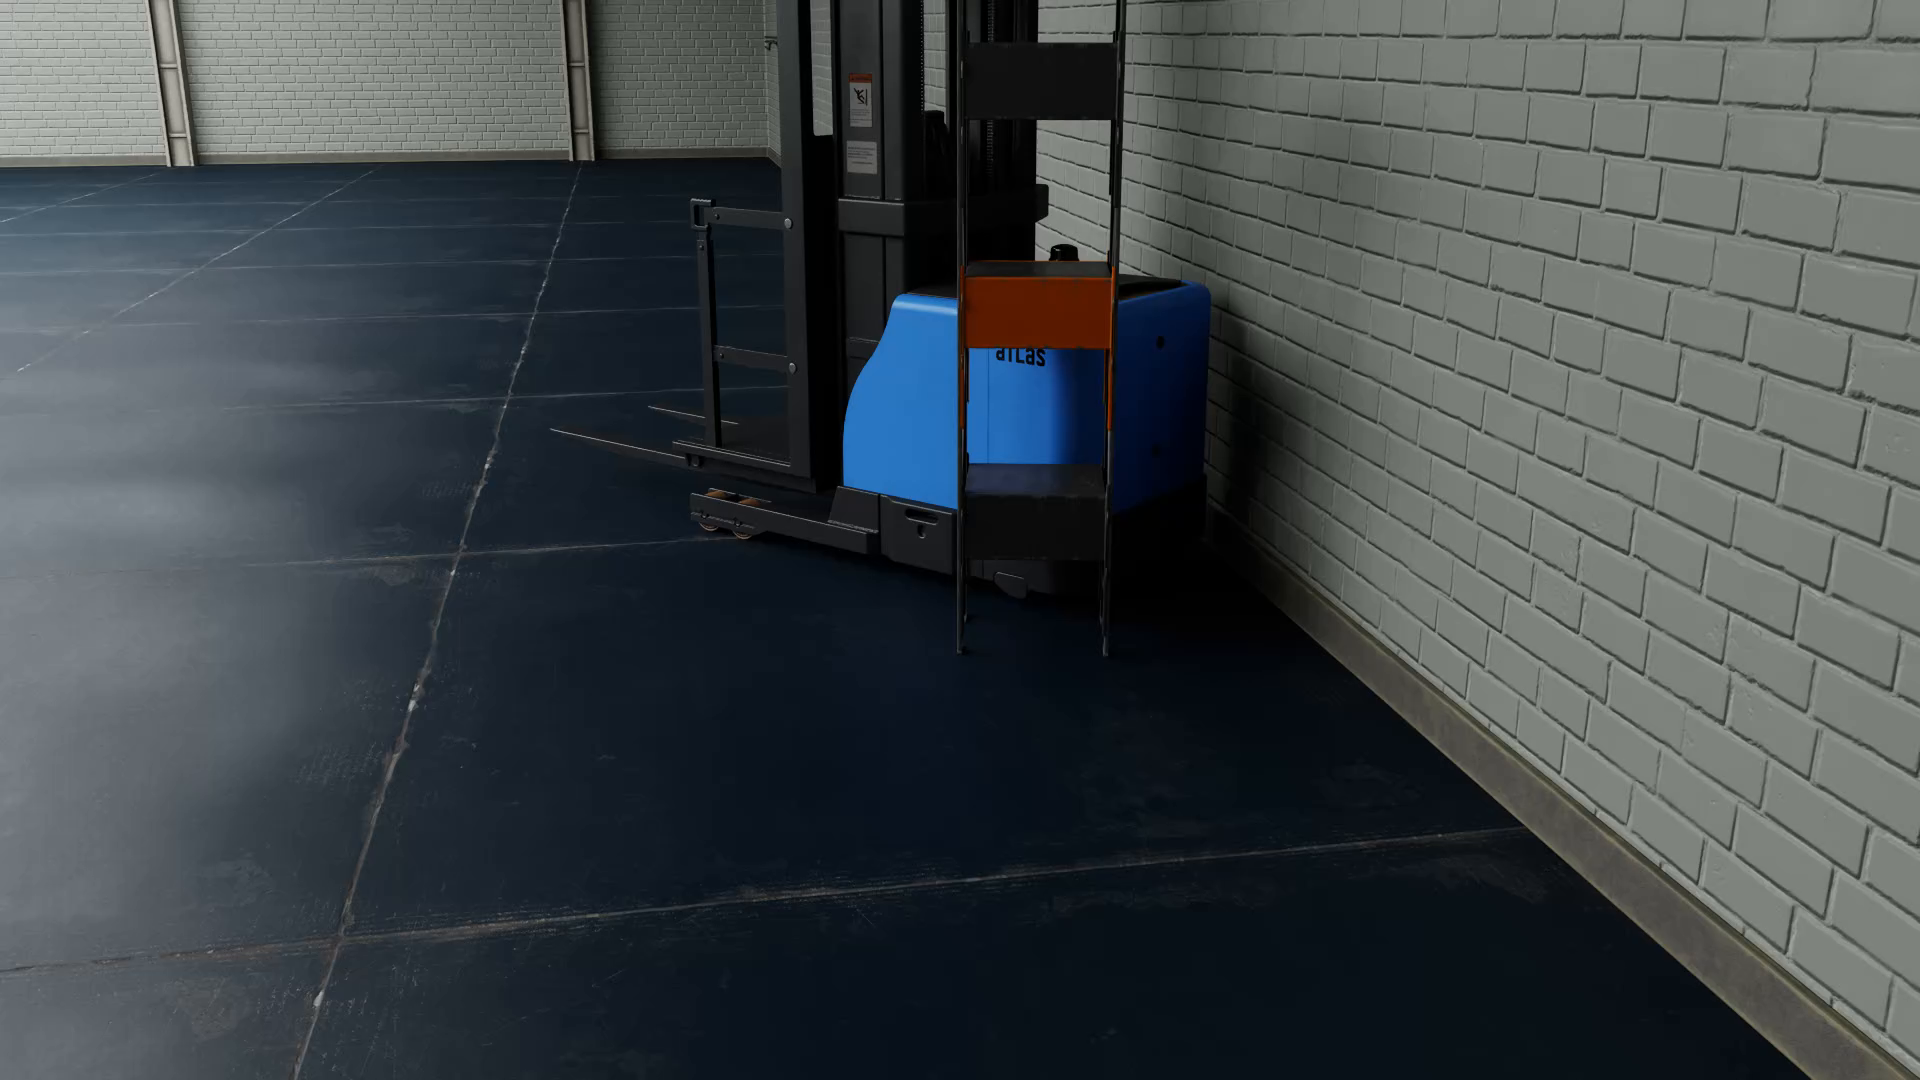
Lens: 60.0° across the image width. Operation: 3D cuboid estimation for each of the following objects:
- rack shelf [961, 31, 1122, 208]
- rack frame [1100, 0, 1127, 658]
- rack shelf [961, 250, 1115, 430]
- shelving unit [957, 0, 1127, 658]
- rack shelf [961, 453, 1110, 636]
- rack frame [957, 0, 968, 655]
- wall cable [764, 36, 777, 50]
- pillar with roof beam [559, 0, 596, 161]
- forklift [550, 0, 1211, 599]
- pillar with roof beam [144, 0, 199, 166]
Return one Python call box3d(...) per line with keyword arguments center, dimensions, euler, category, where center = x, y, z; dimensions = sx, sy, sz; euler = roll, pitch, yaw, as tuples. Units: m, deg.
box3d(center=(0.252, -1.330, 5.228), dimensions=(0.480, 0.518, 0.431), euler=(1, 17, 3), category="rack shelf")
box3d(center=(0.496, -0.671, 5.419), dimensions=(0.015, 2.100, 0.400), euler=(1, 17, 3), category="rack frame")
box3d(center=(0.252, -0.661, 5.434), dimensions=(0.480, 0.518, 0.431), euler=(1, 17, 3), category="rack shelf")
box3d(center=(0.252, -0.674, 5.430), dimensions=(0.503, 2.100, 0.431), euler=(1, 17, 3), category="shelving unit")
box3d(center=(0.252, 0.008, 5.639), dimensions=(0.480, 0.518, 0.431), euler=(1, 17, 3), category="rack shelf")
box3d(center=(0.008, -0.677, 5.440), dimensions=(0.015, 2.100, 0.400), euler=(1, 17, 3), category="rack frame")
box3d(center=(-2.902, -8.691, 25.071), dimensions=(0.112, 2.526, 3.097), euler=(-3, 17, -10), category="wall cable")
box3d(center=(-5.229, -9.152, 21.281), dimensions=(0.400, 9.000, 9.100), euler=(-3, 17, -10), category="pillar with roof beam")
box3d(center=(-0.502, -1.513, 6.746), dimensions=(3.031, 2.935, 1.130), euler=(13, 21, 35), category="forklift")
box3d(center=(-11.120, -8.818, 20.193), dimensions=(0.400, 9.000, 9.100), euler=(-3, 17, -10), category="pillar with roof beam")
